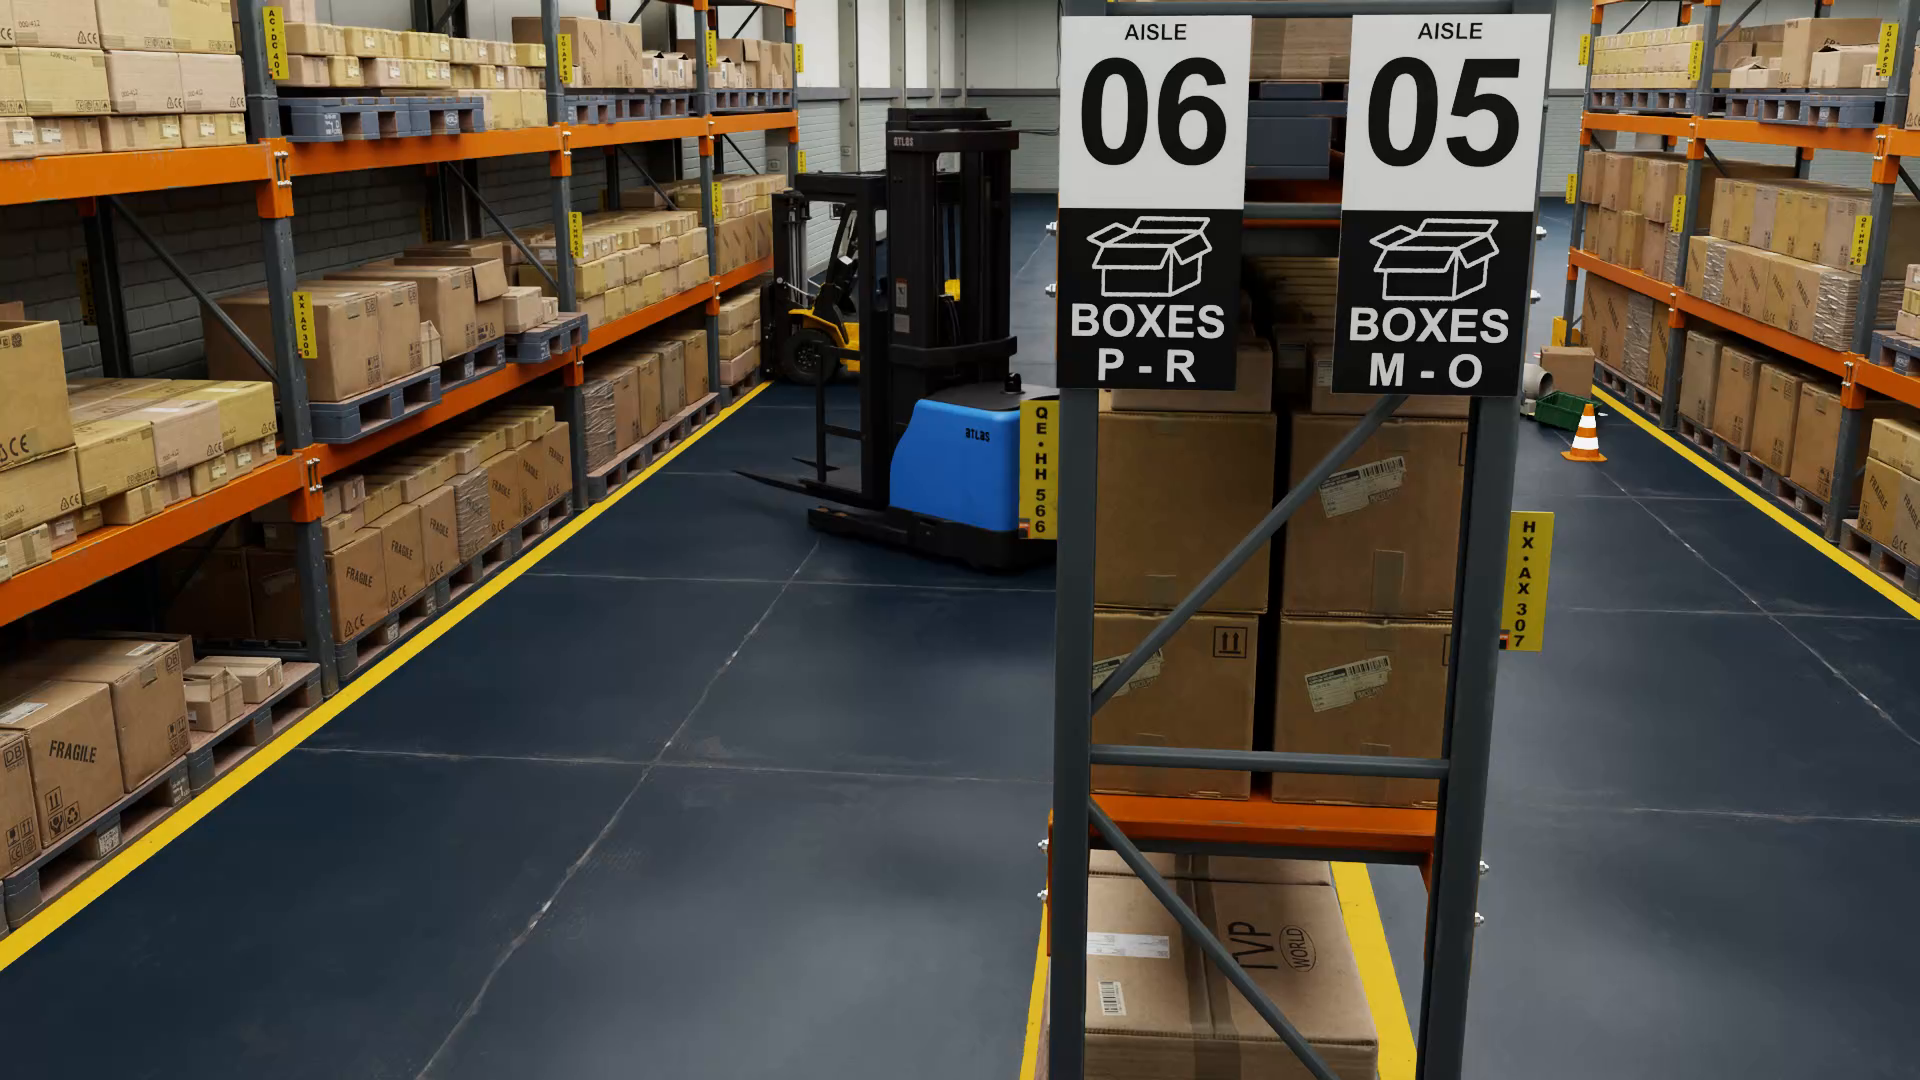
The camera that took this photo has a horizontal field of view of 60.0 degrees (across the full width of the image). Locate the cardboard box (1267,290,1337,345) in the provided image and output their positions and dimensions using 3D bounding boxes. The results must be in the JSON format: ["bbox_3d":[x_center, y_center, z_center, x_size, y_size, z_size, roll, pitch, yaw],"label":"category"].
[{"bbox_3d":[1.131,-0.668,5.035,0.380,0.149,0.250,2,15,7],"label":"cardboard box"}]

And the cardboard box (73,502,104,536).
[{"bbox_3d":[-3.752,-0.104,6.782,0.380,0.149,0.250,2,15,7],"label":"cardboard box"}]

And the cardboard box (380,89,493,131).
[{"bbox_3d":[-3.234,-2.662,10.302,0.500,0.250,0.500,2,15,6],"label":"cardboard box"}]

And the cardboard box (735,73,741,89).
[{"bbox_3d":[-2.414,-4.609,16.700,0.380,0.149,0.250,2,15,8],"label":"cardboard box"}]

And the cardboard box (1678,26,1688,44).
[{"bbox_3d":[6.762,-4.592,15.110,0.380,0.149,0.250,2,15,6],"label":"cardboard box"}]

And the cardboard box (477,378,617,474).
[{"bbox_3d":[-3.221,-0.905,13.007,0.875,0.625,0.625,2,15,8],"label":"cardboard box"}]

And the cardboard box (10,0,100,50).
[{"bbox_3d":[-3.688,-2.009,6.359,0.500,0.250,0.500,2,15,7],"label":"cardboard box"}]

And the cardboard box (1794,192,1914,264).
[{"bbox_3d":[6.730,-2.334,12.439,0.700,0.500,0.500,1,15,5],"label":"cardboard box"}]

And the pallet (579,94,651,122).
[{"bbox_3d":[-3.194,-3.513,13.522,1.003,0.211,1.213,2,15,9],"label":"pallet"}]

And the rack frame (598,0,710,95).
[{"bbox_3d":[-2.853,-5.621,15.209,1.000,3.000,0.127,2,15,6],"label":"rack frame"}]

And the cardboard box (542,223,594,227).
[{"bbox_3d":[-3.324,-2.607,14.123,0.380,0.149,0.250,2,15,7],"label":"cardboard box"}]

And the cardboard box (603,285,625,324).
[{"bbox_3d":[-2.950,-1.853,13.055,0.500,0.250,0.500,1,15,5],"label":"cardboard box"}]

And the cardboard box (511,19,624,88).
[{"bbox_3d":[-3.023,-3.749,12.846,0.700,0.500,0.500,1,15,5],"label":"cardboard box"}]

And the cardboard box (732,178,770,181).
[{"bbox_3d":[-2.334,-3.972,18.601,0.380,0.149,0.250,2,15,7],"label":"cardboard box"}]

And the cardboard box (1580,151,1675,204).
[{"bbox_3d":[7.380,-3.996,18.337,0.875,0.550,0.550,2,15,6],"label":"cardboard box"}]

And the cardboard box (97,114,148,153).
[{"bbox_3d":[-3.605,-1.678,6.856,0.380,0.149,0.250,2,15,6],"label":"cardboard box"}]

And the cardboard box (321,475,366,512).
[{"bbox_3d":[-3.469,-0.257,9.036,0.380,0.149,0.250,1,15,4],"label":"cardboard box"}]

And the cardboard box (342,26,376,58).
[{"bbox_3d":[-3.256,-2.571,8.594,0.380,0.149,0.250,1,15,5],"label":"cardboard box"}]

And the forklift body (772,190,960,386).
[{"bbox_3d":[-0.803,-2.807,17.922,2.313,2.155,1.214,2,15,6],"label":"forklift body"}]

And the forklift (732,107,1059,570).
[{"bbox_3d":[-0.446,-1.529,11.701,3.031,2.935,1.130,14,21,42],"label":"forklift"}]

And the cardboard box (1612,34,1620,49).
[{"bbox_3d":[7.019,-5.186,17.305,0.380,0.149,0.250,2,15,7],"label":"cardboard box"}]

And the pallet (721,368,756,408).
[{"bbox_3d":[-2.722,-1.584,17.114,1.003,0.211,1.213,2,15,6],"label":"pallet"}]

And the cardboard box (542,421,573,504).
[{"bbox_3d":[-3.139,-0.567,11.997,0.500,0.500,0.500,2,15,8],"label":"cardboard box"}]

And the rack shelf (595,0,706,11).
[{"bbox_3d":[-3.079,-4.562,13.436,1.077,0.370,4.000,2,15,6],"label":"rack shelf"}]

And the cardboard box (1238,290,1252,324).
[{"bbox_3d":[0.686,-0.676,5.065,0.380,0.149,0.250,2,15,6],"label":"cardboard box"}]

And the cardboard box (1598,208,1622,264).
[{"bbox_3d":[7.235,-3.187,17.415,0.875,0.550,0.550,2,15,6],"label":"cardboard box"}]

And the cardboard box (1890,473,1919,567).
[{"bbox_3d":[6.171,-0.112,10.314,0.500,0.500,0.500,2,15,7],"label":"cardboard box"}]

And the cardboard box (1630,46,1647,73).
[{"bbox_3d":[6.981,-4.757,16.483,0.500,0.250,0.500,2,15,6],"label":"cardboard box"}]

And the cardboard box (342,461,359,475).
[{"bbox_3d":[-3.897,-0.400,10.136,0.380,0.149,0.250,2,15,7],"label":"cardboard box"}]

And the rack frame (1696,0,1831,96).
[{"bbox_3d":[7.009,-5.356,14.229,1.000,3.000,0.127,2,15,6],"label":"rack frame"}]

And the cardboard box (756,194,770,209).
[{"bbox_3d":[-2.283,-3.692,18.134,0.380,0.149,0.250,2,15,7],"label":"cardboard box"}]

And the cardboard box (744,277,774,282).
[{"bbox_3d":[-2.196,-2.859,19.036,0.500,0.250,0.500,2,15,7],"label":"cardboard box"}]

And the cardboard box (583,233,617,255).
[{"bbox_3d":[-2.927,-2.327,13.088,0.380,0.149,0.250,2,15,7],"label":"cardboard box"}]

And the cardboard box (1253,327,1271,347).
[{"bbox_3d":[1.164,-0.382,5.221,0.500,0.500,0.500,2,15,6],"label":"cardboard box"}]

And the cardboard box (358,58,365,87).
[{"bbox_3d":[-3.332,-2.428,8.633,0.380,0.149,0.250,2,15,7],"label":"cardboard box"}]

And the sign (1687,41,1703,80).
[{"bbox_3d":[6.457,-4.212,14.602,0.100,0.325,0.005,2,15,6],"label":"sign"}]

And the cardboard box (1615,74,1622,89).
[{"bbox_3d":[6.989,-4.734,17.160,0.380,0.149,0.250,2,15,6],"label":"cardboard box"}]

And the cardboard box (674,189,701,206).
[{"bbox_3d":[-2.600,-3.375,16.391,0.380,0.149,0.250,2,15,7],"label":"cardboard box"}]

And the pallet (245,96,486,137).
[{"bbox_3d":[-3.499,-2.443,9.564,1.213,0.211,1.003,2,15,6],"label":"pallet"}]

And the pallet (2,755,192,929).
[{"bbox_3d":[-3.970,1.192,6.850,1.003,0.211,1.213,2,15,6],"label":"pallet"}]

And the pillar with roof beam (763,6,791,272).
[{"bbox_3d":[1.579,-7.933,23.762,9.100,9.000,0.400,2,15,6],"label":"pillar with roof beam"}]

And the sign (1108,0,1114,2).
[{"bbox_3d":[0.636,-2.367,7.331,0.100,0.325,0.005,2,15,6],"label":"sign"}]

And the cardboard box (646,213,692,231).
[{"bbox_3d":[-2.682,-2.923,15.293,0.380,0.149,0.250,1,15,5],"label":"cardboard box"}]

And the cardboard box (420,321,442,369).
[{"bbox_3d":[-3.218,-1.137,9.572,0.396,0.266,0.258,2,15,9],"label":"cardboard box"}]

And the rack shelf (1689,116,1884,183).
[{"bbox_3d":[6.783,-3.042,12.796,1.077,0.370,4.000,2,15,6],"label":"rack shelf"}]

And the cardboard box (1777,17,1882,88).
[{"bbox_3d":[6.476,-3.629,12.401,0.500,0.500,0.500,2,15,6],"label":"cardboard box"}]

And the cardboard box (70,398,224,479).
[{"bbox_3d":[-3.613,-0.451,7.302,0.500,0.250,0.500,2,15,6],"label":"cardboard box"}]

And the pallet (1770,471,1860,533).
[{"bbox_3d":[6.721,-0.279,12.288,1.003,0.211,1.213,2,15,6],"label":"pallet"}]

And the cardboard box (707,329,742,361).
[{"bbox_3d":[-2.492,-1.958,16.661,0.500,0.250,0.500,2,15,6],"label":"cardboard box"}]

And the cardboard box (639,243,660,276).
[{"bbox_3d":[-2.845,-2.362,13.981,0.500,0.250,0.500,2,15,7],"label":"cardboard box"}]

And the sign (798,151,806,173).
[{"bbox_3d":[-1.864,-4.416,19.574,0.100,0.325,0.005,2,15,6],"label":"sign"}]

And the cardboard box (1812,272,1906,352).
[{"bbox_3d":[6.342,-1.595,11.624,0.500,0.500,0.500,2,15,6],"label":"cardboard box"}]

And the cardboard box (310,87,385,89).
[{"bbox_3d":[-3.756,-2.838,10.190,0.380,0.149,0.250,1,15,5],"label":"cardboard box"}]

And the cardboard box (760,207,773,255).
[{"bbox_3d":[-2.322,-3.408,18.327,0.500,0.500,0.500,1,15,5],"label":"cardboard box"}]

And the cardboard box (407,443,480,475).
[{"bbox_3d":[-3.286,-0.518,10.572,0.380,0.149,0.250,1,15,4],"label":"cardboard box"}]

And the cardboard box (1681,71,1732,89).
[{"bbox_3d":[6.732,-4.141,14.970,0.380,0.149,0.250,2,15,6],"label":"cardboard box"}]

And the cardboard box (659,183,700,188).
[{"bbox_3d":[-2.941,-3.652,17.419,0.380,0.149,0.250,2,15,6],"label":"cardboard box"}]
